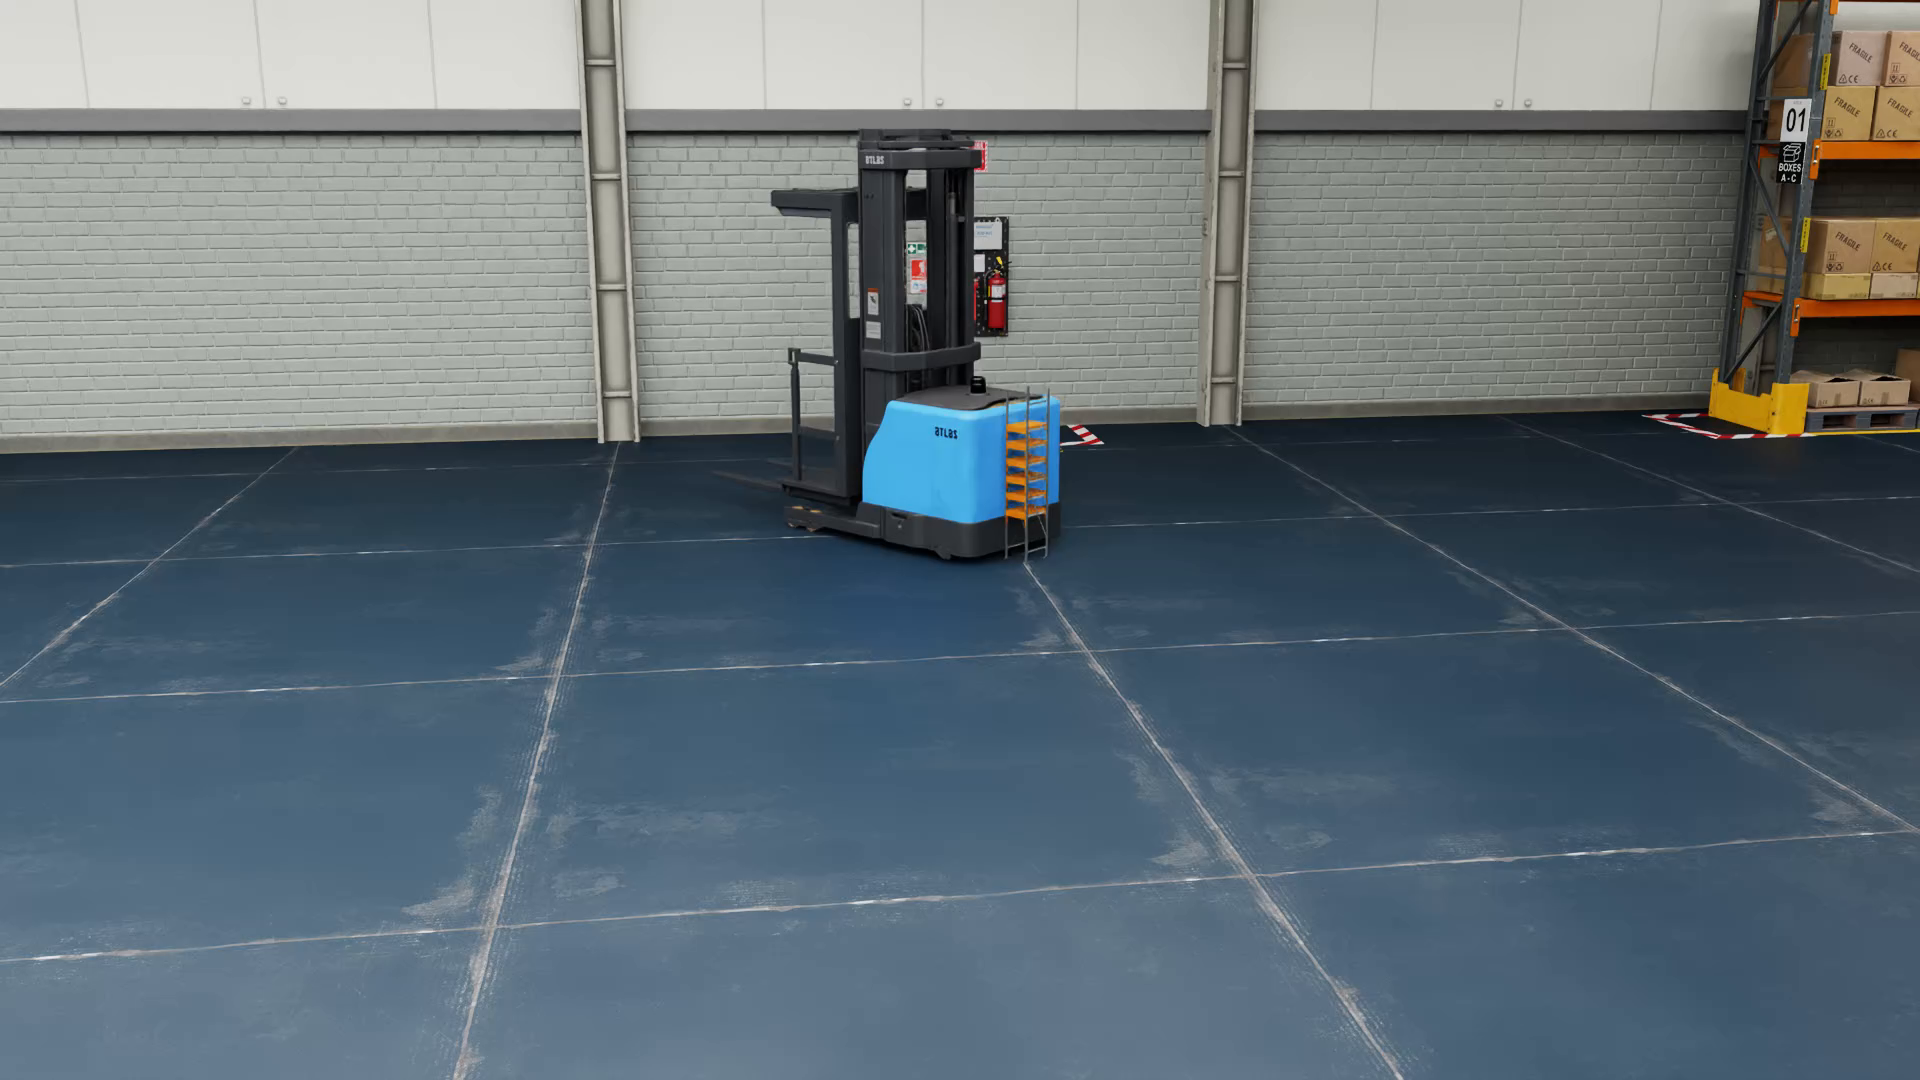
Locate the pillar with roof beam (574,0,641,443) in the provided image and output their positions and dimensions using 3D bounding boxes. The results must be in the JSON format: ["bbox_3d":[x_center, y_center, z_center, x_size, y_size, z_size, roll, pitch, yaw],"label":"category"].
[{"bbox_3d":[-2.653,-4.304,10.883,0.400,9.000,9.100,-2,14,-8],"label":"pillar with roof beam"}]

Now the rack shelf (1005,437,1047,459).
[{"bbox_3d":[0.467,-0.641,11.507,0.180,0.103,0.258,13,19,41],"label":"rack shelf"}]

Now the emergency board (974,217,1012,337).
[{"bbox_3d":[0.190,-2.566,16.288,0.643,1.169,0.194,-2,14,-8],"label":"emergency board"}]

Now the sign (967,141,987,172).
[{"bbox_3d":[0.167,-3.714,16.101,0.199,0.298,0.001,-2,14,-8],"label":"sign"}]

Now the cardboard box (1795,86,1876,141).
[{"bbox_3d":[8.377,-4.096,15.974,0.500,0.500,0.500,-2,14,-7],"label":"cardboard box"}]

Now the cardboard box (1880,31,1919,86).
[{"bbox_3d":[8.929,-4.590,15.891,0.500,0.500,0.500,-2,14,-9],"label":"cardboard box"}]

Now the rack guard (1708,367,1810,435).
[{"bbox_3d":[8.084,-1.421,16.860,0.348,0.500,1.175,-2,14,-8],"label":"rack guard"}]

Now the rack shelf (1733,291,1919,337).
[{"bbox_3d":[9.986,-2.354,16.922,4.000,0.370,1.077,-2,14,-8],"label":"rack shelf"}]

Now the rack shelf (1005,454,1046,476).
[{"bbox_3d":[0.467,-0.525,11.536,0.180,0.103,0.258,13,19,41],"label":"rack shelf"}]

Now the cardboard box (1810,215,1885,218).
[{"bbox_3d":[8.942,-3.015,16.805,0.500,0.500,0.500,-2,14,-8],"label":"cardboard box"}]

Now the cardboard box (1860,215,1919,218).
[{"bbox_3d":[9.453,-3.035,16.884,0.500,0.500,0.500,-2,14,-10],"label":"cardboard box"}]

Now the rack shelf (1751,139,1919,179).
[{"bbox_3d":[9.986,-3.809,16.557,4.000,0.370,1.077,-2,14,-8],"label":"rack shelf"}]

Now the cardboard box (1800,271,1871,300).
[{"bbox_3d":[8.539,-2.509,16.327,0.500,0.250,0.500,-3,14,-10],"label":"cardboard box"}]

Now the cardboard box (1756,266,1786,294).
[{"bbox_3d":[8.442,-2.631,16.814,0.500,0.250,0.500,-2,14,-7],"label":"cardboard box"}]

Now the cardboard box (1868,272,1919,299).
[{"bbox_3d":[9.050,-2.531,16.416,0.500,0.250,0.500,-3,14,-10],"label":"cardboard box"}]

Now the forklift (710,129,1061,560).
[{"bbox_3d":[-0.693,-1.564,12.431,3.031,2.935,1.130,13,19,41],"label":"forklift"}]

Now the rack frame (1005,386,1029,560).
[{"bbox_3d":[0.399,-0.466,11.615,0.006,1.200,0.240,13,19,41],"label":"rack frame"}]

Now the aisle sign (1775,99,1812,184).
[{"bbox_3d":[7.982,-3.817,15.931,0.004,0.787,0.394,-2,14,-8],"label":"aisle sign"}]

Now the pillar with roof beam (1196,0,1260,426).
[{"bbox_3d":[3.280,-4.521,11.750,0.400,9.000,9.100,-2,14,-8],"label":"pillar with roof beam"}]

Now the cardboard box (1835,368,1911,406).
[{"bbox_3d":[9.270,-1.564,16.915,0.500,0.311,0.500,-1,14,-4],"label":"cardboard box"}]

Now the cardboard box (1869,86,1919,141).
[{"bbox_3d":[8.913,-4.107,16.017,0.500,0.500,0.500,-1,14,-5],"label":"cardboard box"}]

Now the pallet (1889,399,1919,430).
[{"bbox_3d":[10.096,-1.345,17.152,1.213,0.211,1.003,-2,14,-8],"label":"pallet"}]

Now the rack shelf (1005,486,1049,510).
[{"bbox_3d":[0.467,-0.292,11.595,0.180,0.103,0.258,13,19,41],"label":"rack shelf"}]

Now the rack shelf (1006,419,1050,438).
[{"bbox_3d":[0.467,-0.757,11.478,0.180,0.103,0.258,13,19,41],"label":"rack shelf"}]

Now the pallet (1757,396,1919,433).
[{"bbox_3d":[8.892,-1.302,16.979,1.213,0.211,1.003,-2,14,-8],"label":"pallet"}]

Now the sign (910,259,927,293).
[{"bbox_3d":[-0.372,-2.588,16.303,0.234,0.329,0.001,-2,14,-8],"label":"sign"}]

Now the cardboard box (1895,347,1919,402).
[{"bbox_3d":[10.003,-1.670,16.950,0.500,0.500,0.700,-3,14,-12],"label":"cardboard box"}]

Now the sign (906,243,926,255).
[{"bbox_3d":[-0.367,-2.843,16.231,0.331,0.109,0.001,-2,14,-8],"label":"sign"}]

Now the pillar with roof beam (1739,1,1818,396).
[{"bbox_3d":[9.213,-4.738,12.617,0.400,9.000,9.100,-2,14,-8],"label":"pillar with roof beam"}]

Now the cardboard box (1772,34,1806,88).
[{"bbox_3d":[8.396,-4.707,16.357,0.500,0.500,0.500,-1,14,-6],"label":"cardboard box"}]

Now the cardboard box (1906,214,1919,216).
[{"bbox_3d":[9.951,-3.053,16.957,0.500,0.500,0.500,-2,14,-8],"label":"cardboard box"}]

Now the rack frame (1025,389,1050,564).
[{"bbox_3d":[0.534,-0.436,11.495,0.006,1.200,0.240,13,19,41],"label":"rack frame"}]

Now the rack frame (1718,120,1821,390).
[{"bbox_3d":[8.009,-2.631,16.545,0.127,3.000,1.000,-2,14,-8],"label":"rack frame"}]

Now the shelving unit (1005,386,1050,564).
[{"bbox_3d":[0.467,-0.451,11.555,0.189,1.200,0.258,13,19,41],"label":"shelving unit"}]

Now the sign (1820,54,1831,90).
[{"bbox_3d":[8.090,-4.379,15.553,0.005,0.325,0.100,-2,14,-8],"label":"sign"}]

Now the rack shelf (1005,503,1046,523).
[{"bbox_3d":[0.467,-0.175,11.624,0.180,0.103,0.258,13,19,41],"label":"rack shelf"}]

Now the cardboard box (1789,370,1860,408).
[{"bbox_3d":[8.706,-1.543,16.832,0.500,0.311,0.500,-4,15,-15],"label":"cardboard box"}]

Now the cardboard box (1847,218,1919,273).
[{"bbox_3d":[9.016,-2.892,16.312,0.500,0.500,0.500,-2,14,-8],"label":"cardboard box"}]

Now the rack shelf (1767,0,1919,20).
[{"bbox_3d":[9.986,-5.262,16.192,4.000,0.370,1.077,-2,14,-8],"label":"rack shelf"}]

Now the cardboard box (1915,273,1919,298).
[{"bbox_3d":[9.555,-2.548,16.483,0.500,0.250,0.500,-2,14,-9],"label":"cardboard box"}]

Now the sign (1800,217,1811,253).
[{"bbox_3d":[8.090,-2.920,15.919,0.005,0.325,0.100,-2,14,-8],"label":"sign"}]

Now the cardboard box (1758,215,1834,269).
[{"bbox_3d":[8.443,-3.000,16.742,0.500,0.500,0.500,-2,14,-9],"label":"cardboard box"}]

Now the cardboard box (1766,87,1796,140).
[{"bbox_3d":[8.384,-4.220,16.469,0.500,0.500,0.500,-1,14,-4],"label":"cardboard box"}]

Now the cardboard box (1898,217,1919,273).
[{"bbox_3d":[9.528,-2.909,16.381,0.500,0.500,0.500,-3,14,-10],"label":"cardboard box"}]

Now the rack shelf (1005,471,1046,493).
[{"bbox_3d":[0.467,-0.408,11.566,0.180,0.103,0.258,13,19,41],"label":"rack shelf"}]

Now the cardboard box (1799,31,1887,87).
[{"bbox_3d":[8.426,-4.584,15.867,0.500,0.500,0.500,-3,14,-12],"label":"cardboard box"}]

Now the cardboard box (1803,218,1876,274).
[{"bbox_3d":[8.526,-2.876,16.250,0.500,0.500,0.500,-2,14,-8],"label":"cardboard box"}]

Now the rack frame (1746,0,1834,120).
[{"bbox_3d":[8.009,-5.541,15.815,0.127,3.000,1.000,-2,14,-8],"label":"rack frame"}]
